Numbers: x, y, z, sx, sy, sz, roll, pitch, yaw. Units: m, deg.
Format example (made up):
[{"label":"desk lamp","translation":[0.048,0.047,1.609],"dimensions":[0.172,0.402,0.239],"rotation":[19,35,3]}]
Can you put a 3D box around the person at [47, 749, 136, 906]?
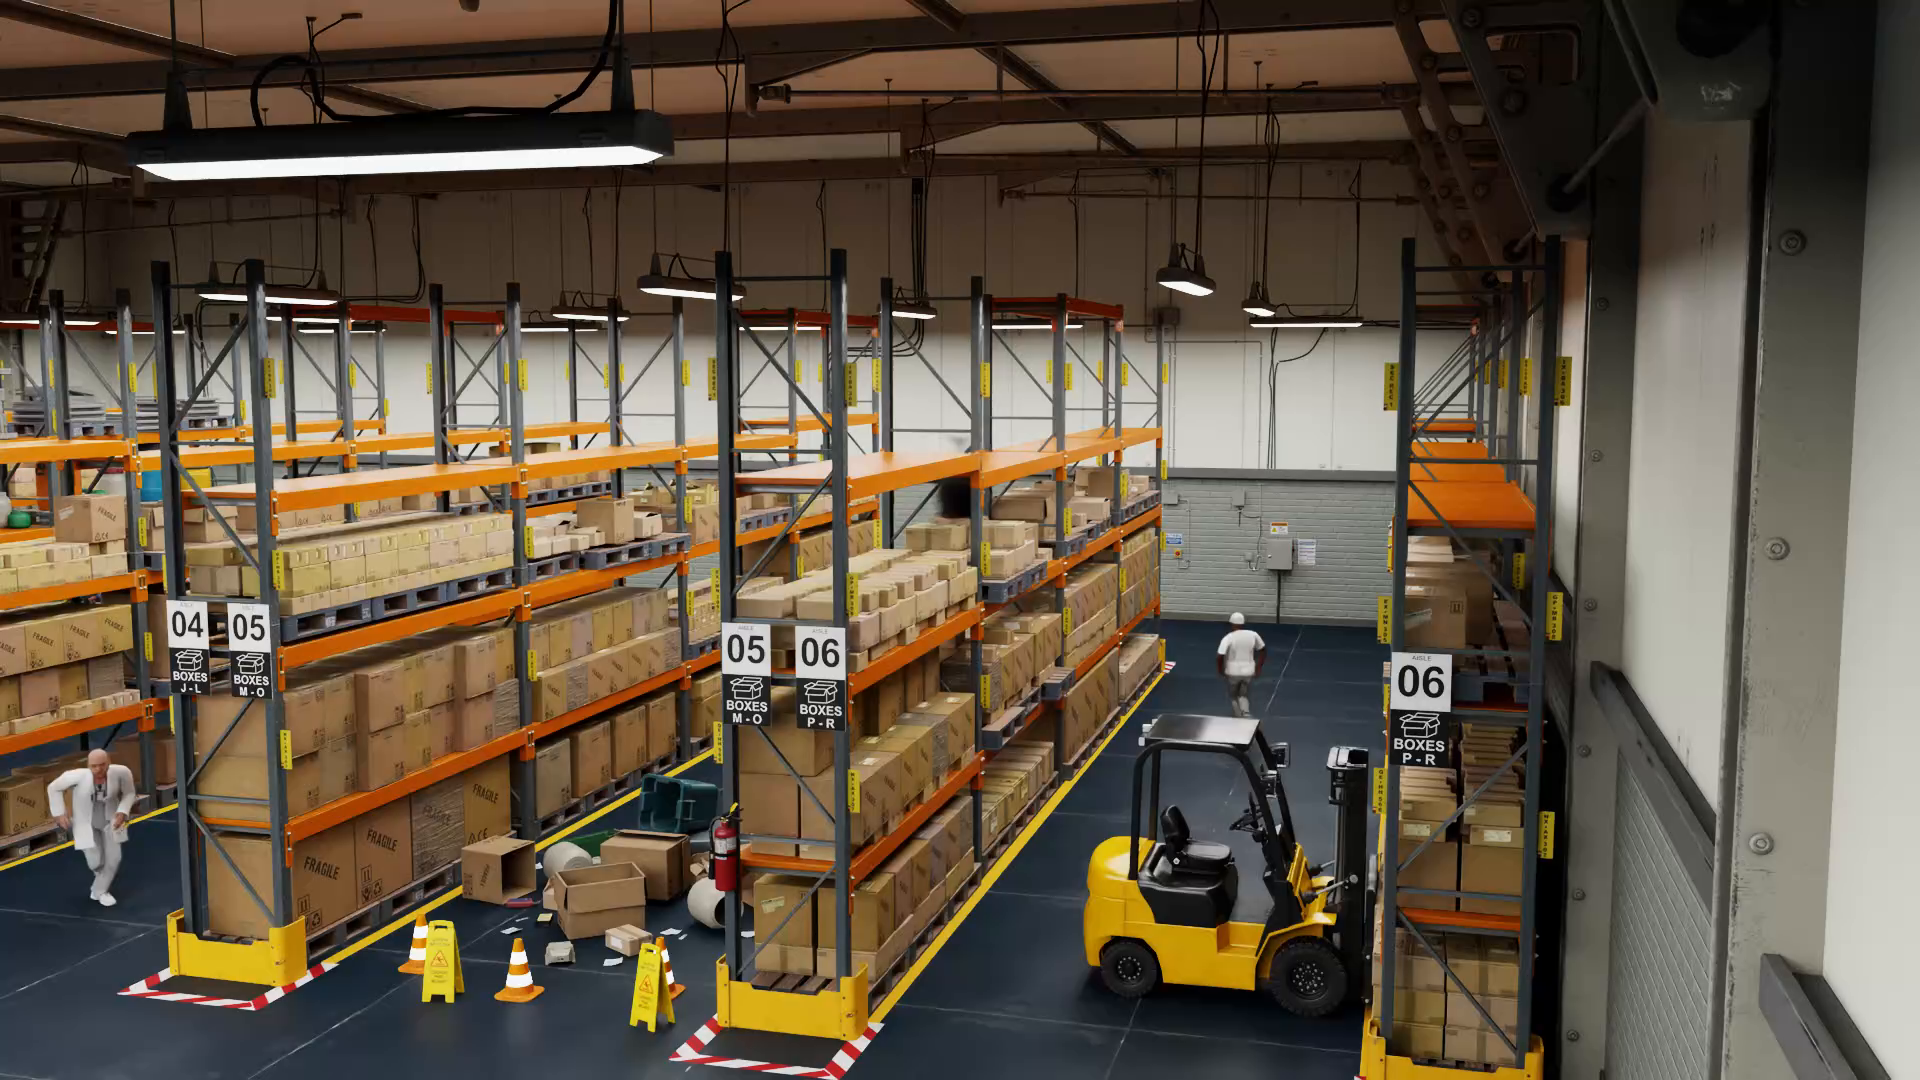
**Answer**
[{"label":"person","translation":[-8.237,2.718,15.808],"dimensions":[0.738,1.590,0.851],"rotation":[-4,7,-32]}]

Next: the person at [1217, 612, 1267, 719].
[{"label":"person","translation":[3.932,1.872,23.157],"dimensions":[0.745,1.712,0.611],"rotation":[-1,6,-10]}]
